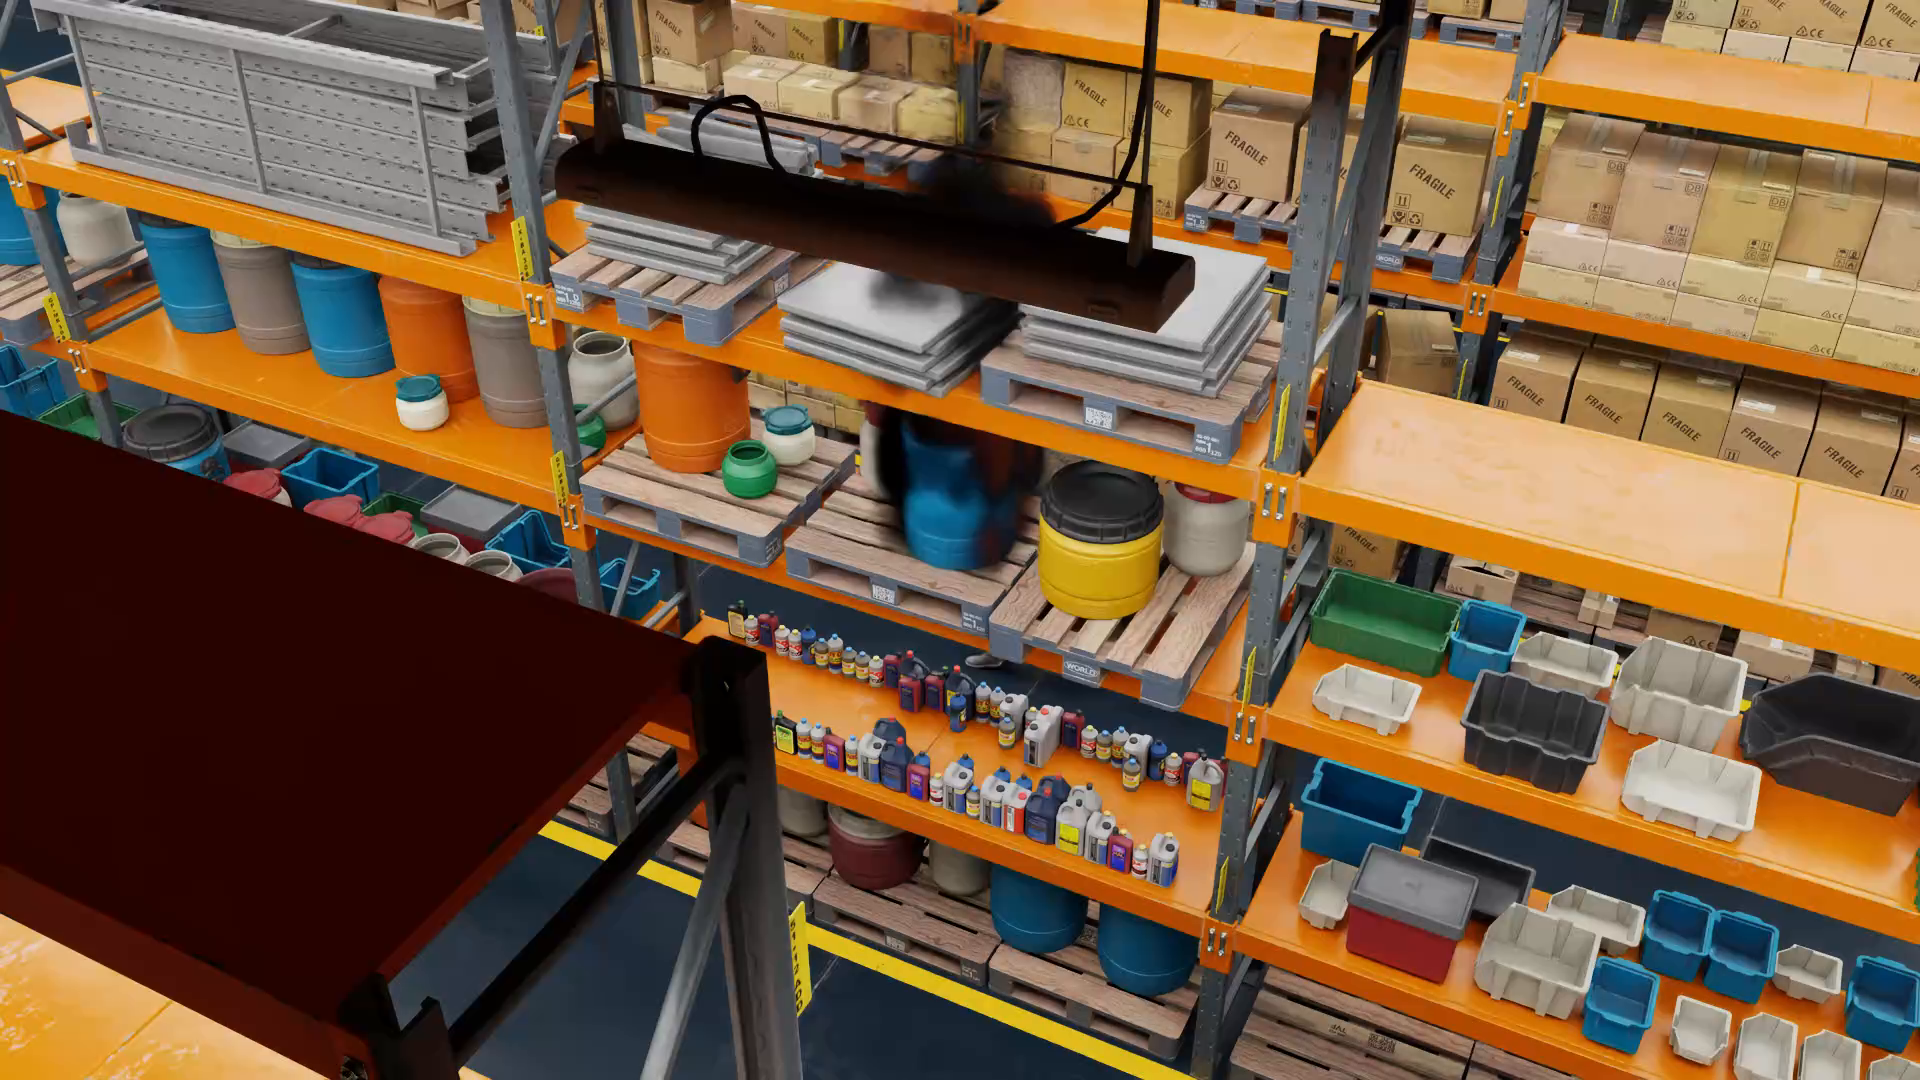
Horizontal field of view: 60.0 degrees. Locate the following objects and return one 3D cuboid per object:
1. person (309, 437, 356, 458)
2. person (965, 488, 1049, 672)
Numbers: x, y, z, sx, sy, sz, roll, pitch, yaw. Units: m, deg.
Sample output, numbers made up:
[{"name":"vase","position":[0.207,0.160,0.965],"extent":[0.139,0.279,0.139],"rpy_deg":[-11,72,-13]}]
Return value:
[{"name":"person","position":[-5.285,-0.961,13.743],"extent":[0.753,1.717,0.823],"rpy_deg":[-22,41,-28]},{"name":"person","position":[0.413,0.306,12.013],"extent":[0.784,1.669,0.603],"rpy_deg":[10,36,15]}]
